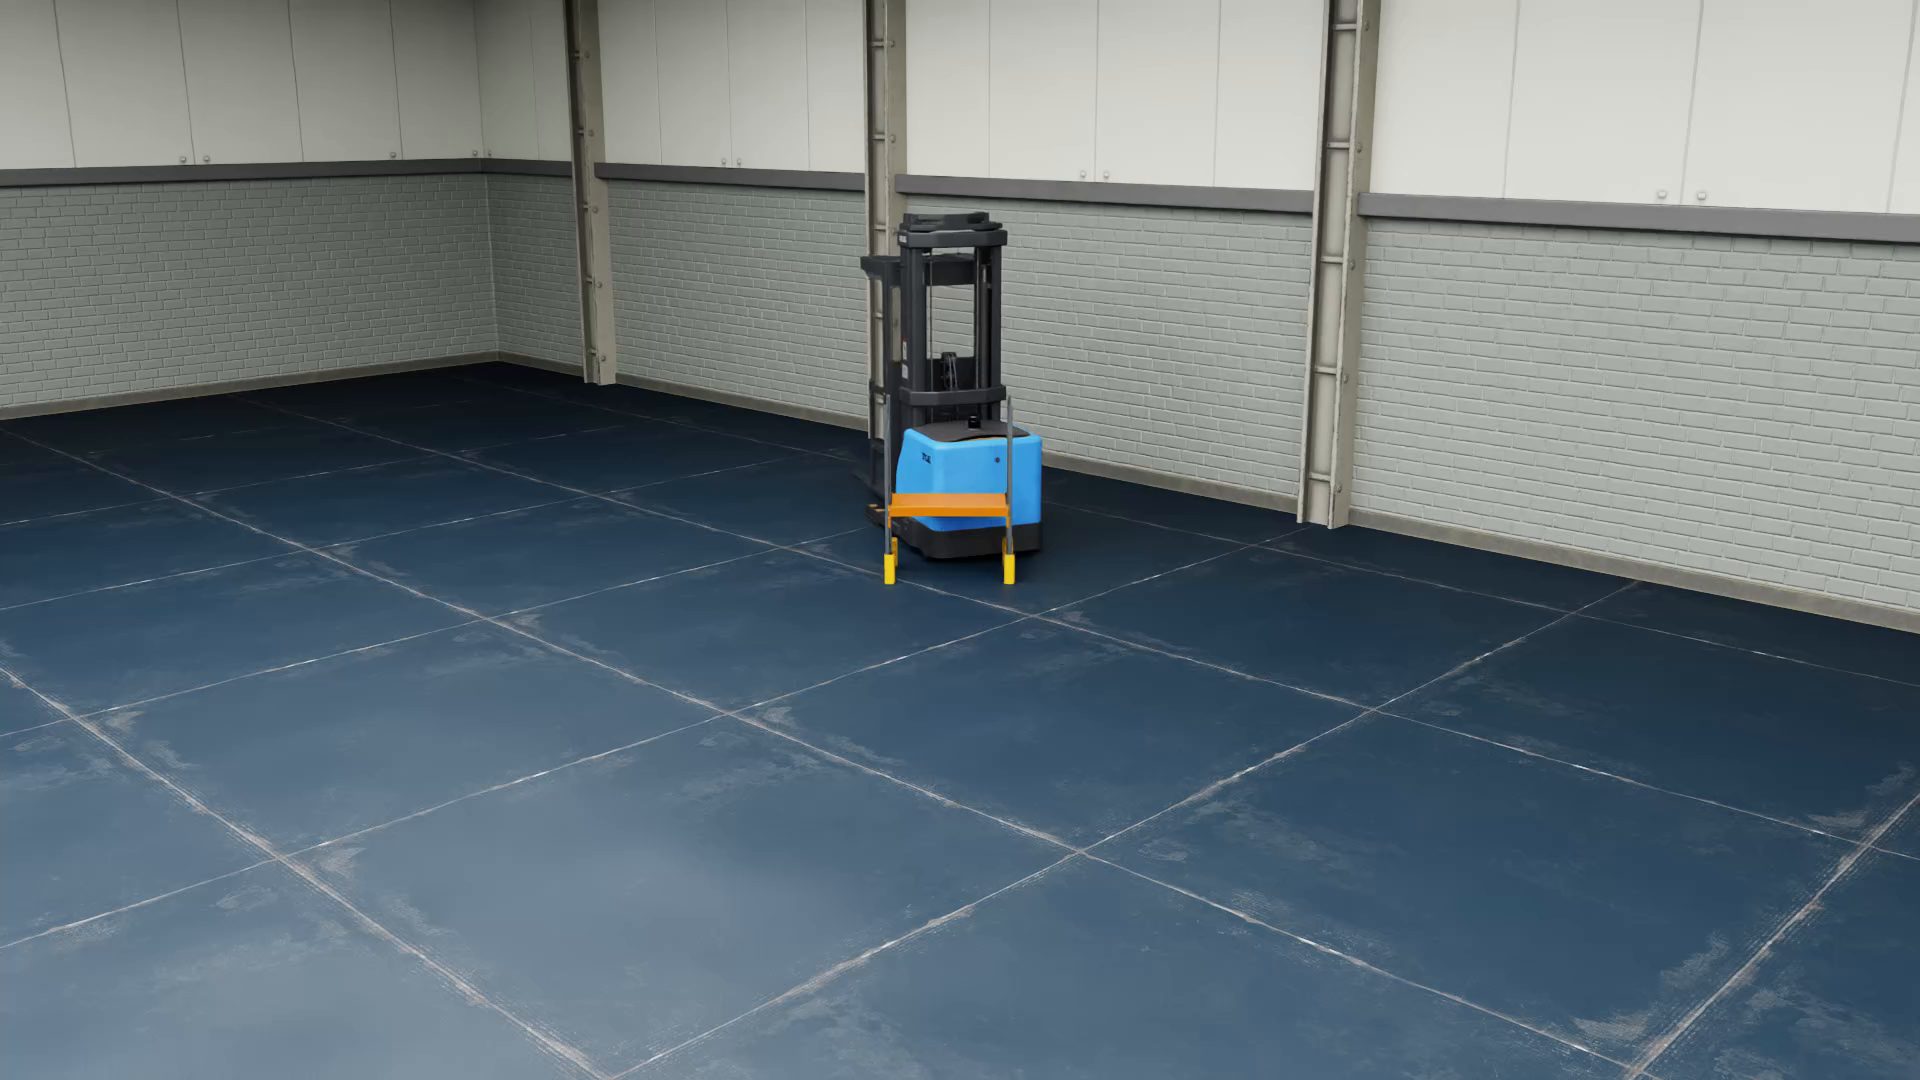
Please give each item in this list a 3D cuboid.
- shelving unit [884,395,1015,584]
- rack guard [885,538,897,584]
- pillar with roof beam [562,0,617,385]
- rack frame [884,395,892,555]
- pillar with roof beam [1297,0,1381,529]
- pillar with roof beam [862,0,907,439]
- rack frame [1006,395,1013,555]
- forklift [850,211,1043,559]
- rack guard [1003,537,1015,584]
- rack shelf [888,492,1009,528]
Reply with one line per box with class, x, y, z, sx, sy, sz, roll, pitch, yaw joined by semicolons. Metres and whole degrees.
shelving unit;-0.085;-0.431;13.931;1.083;1.500;0.587;0;15;0
rack guard;-0.583;0.174;14.088;0.087;0.250;0.587;0;15;0
pillar with roof beam;-8.159;-5.839;19.812;0.400;9.000;9.100;14;20;42
rack frame;-0.603;-0.431;13.930;0.032;1.500;0.500;0;15;0
pillar with roof beam;0.479;-3.739;11.752;0.400;9.000;9.100;14;20;42
pillar with roof beam;-3.840;-4.789;15.782;0.400;9.000;9.100;14;20;42
rack frame;0.414;-0.431;13.931;0.032;1.500;0.500;0;15;0
forklift;-0.271;-1.583;15.513;1.130;2.935;3.031;-5;16;-20
rack guard;0.413;0.173;14.089;0.087;0.250;0.587;0;15;0
rack shelf;-0.095;-0.257;13.976;1.000;0.185;0.538;0;15;0
